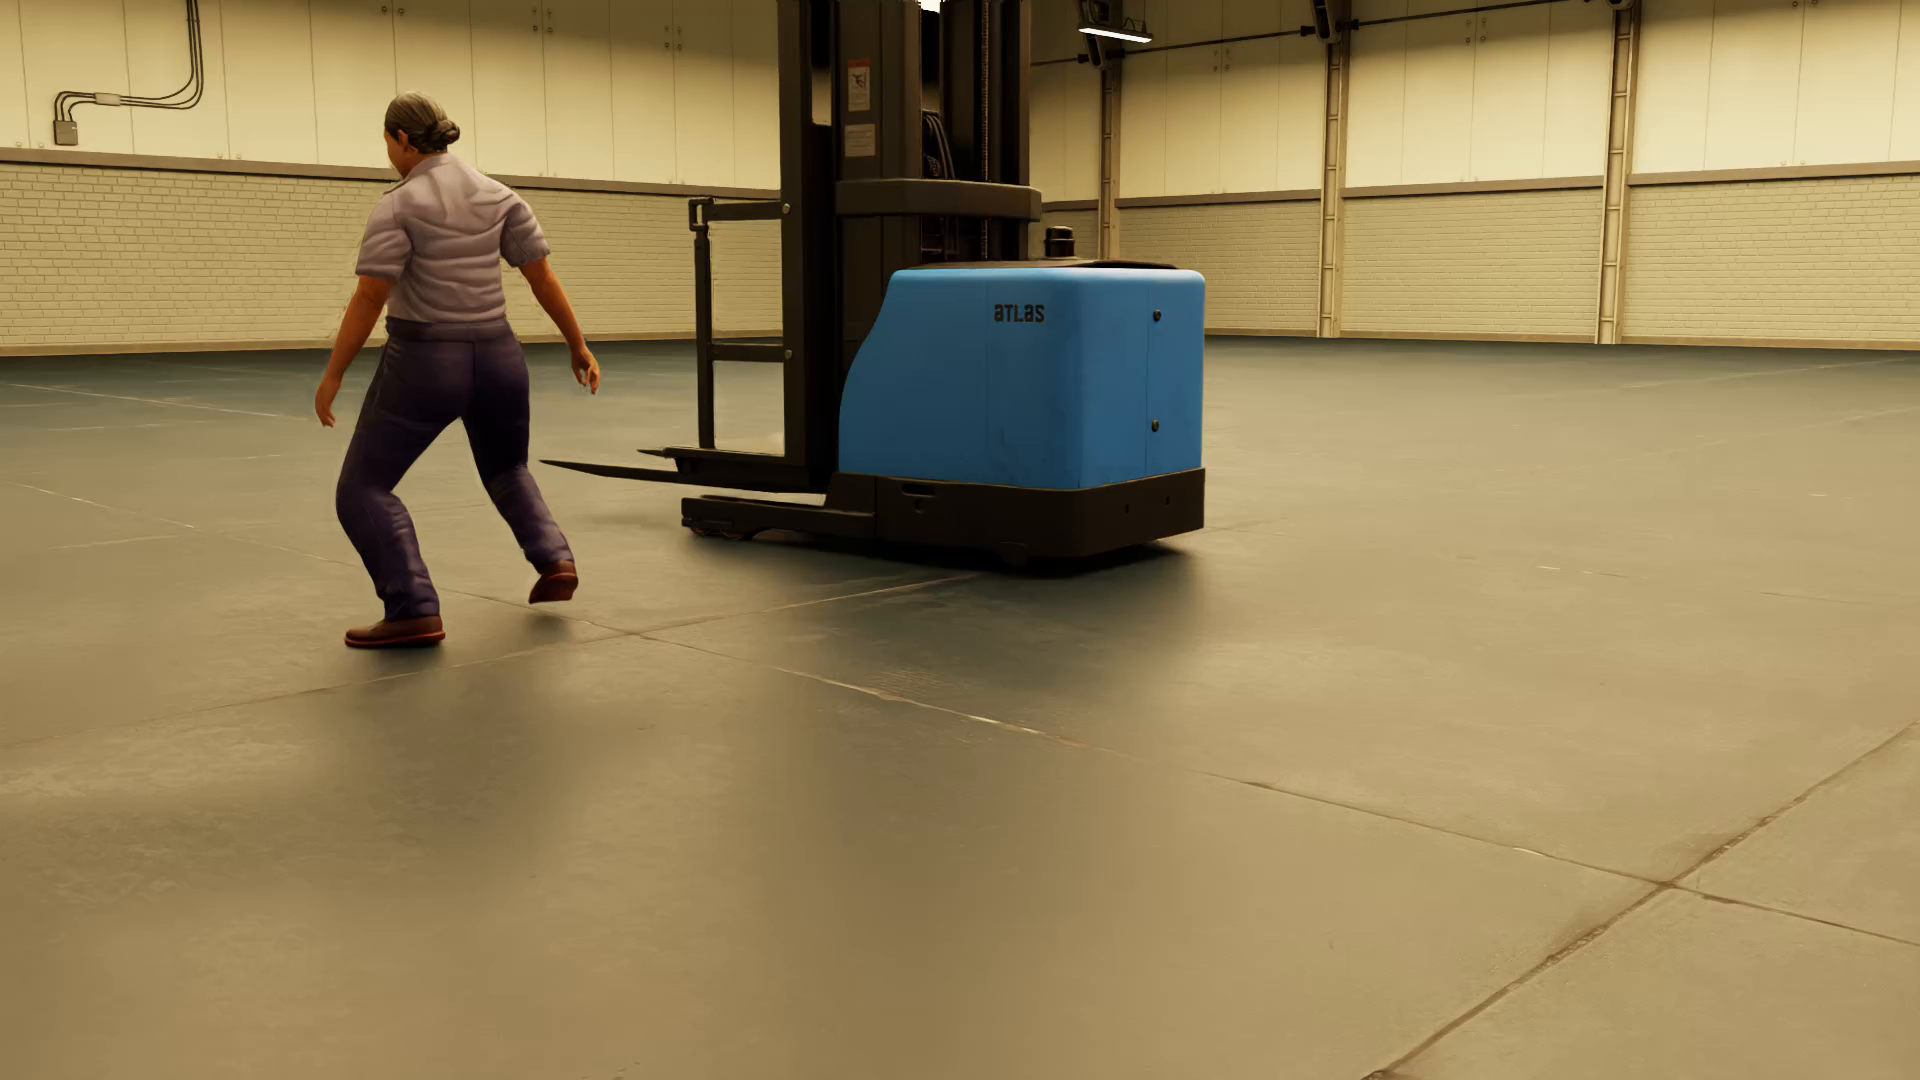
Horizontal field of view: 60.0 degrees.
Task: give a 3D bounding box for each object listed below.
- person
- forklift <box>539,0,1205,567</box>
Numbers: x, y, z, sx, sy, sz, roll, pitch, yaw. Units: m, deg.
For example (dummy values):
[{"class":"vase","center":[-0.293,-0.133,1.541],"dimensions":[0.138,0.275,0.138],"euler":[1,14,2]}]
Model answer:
[{"class":"person","center":[-1.470,-0.510,4.897],"dimensions":[0.830,1.570,0.484],"euler":[-8,12,-42]},{"class":"forklift","center":[-0.527,-1.504,6.860],"dimensions":[3.031,2.935,1.130],"euler":[6,11,36]}]
